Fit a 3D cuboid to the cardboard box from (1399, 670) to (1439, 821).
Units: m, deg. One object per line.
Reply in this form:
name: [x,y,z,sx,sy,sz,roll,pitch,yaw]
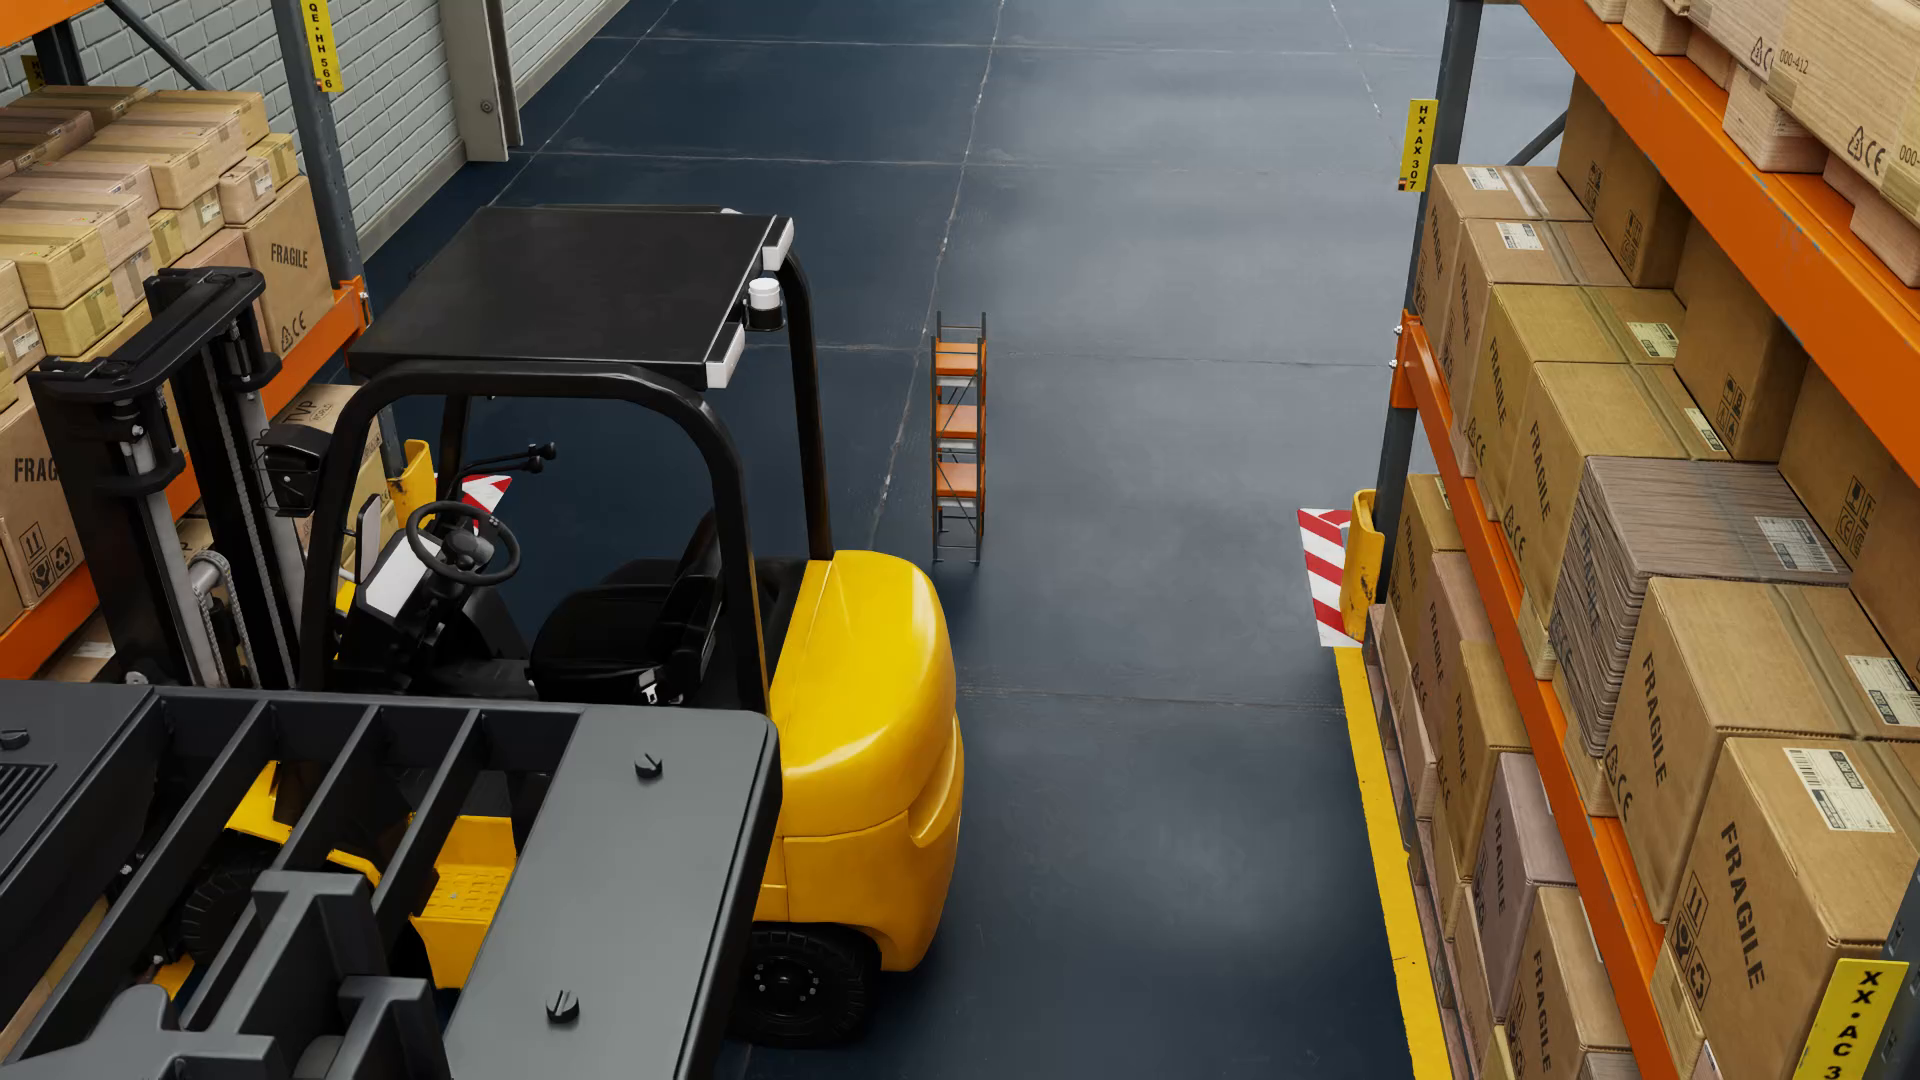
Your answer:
cardboard box: [1.749,0.688,5.496,0.500,0.250,0.500,4,32,6]

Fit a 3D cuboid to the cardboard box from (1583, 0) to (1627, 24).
cardboard box: [1.687,-1.315,3.906,0.380,0.149,0.250,3,32,5]

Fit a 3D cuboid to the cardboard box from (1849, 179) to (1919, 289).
cardboard box: [1.640,-0.500,2.583,0.380,0.149,0.250,3,32,4]

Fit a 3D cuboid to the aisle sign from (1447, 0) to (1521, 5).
aisle sign: [1.835,-2.133,5.374,0.394,0.787,0.004,2,32,4]

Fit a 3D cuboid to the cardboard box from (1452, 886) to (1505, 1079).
cardboard box: [1.673,1.238,4.603,0.500,0.250,0.500,3,32,5]

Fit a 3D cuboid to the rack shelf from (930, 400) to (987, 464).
rack shelf: [-0.004,-0.410,6.935,0.215,0.259,0.240,2,32,4]

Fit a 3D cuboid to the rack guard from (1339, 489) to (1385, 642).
rack guard: [2.133,0.123,6.574,1.175,0.500,0.348,2,32,4]

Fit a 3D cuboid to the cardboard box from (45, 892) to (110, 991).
cardboard box: [-2.712,1.118,4.797,0.500,0.250,0.500,3,32,5]

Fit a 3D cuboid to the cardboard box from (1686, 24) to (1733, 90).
cardboard box: [1.756,-1.041,3.461,0.380,0.149,0.250,2,32,4]

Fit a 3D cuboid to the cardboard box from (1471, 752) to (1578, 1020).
cardboard box: [1.674,0.930,4.388,0.500,0.500,0.500,4,32,7]

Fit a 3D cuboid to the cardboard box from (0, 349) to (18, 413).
cardboard box: [-2.700,-0.381,4.296,0.380,0.149,0.250,2,32,3]

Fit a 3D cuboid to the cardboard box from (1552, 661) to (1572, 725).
cardboard box: [1.666,0.373,4.025,0.380,0.149,0.250,2,32,3]

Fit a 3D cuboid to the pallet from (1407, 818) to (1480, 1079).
pallet: [1.930,1.306,4.930,1.003,0.211,1.213,2,32,4]

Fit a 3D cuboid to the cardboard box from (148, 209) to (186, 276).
cardboard box: [-2.662,-0.919,5.169,0.380,0.149,0.250,2,32,4]

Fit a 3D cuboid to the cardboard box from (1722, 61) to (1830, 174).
cardboard box: [1.633,-0.775,3.028,0.380,0.149,0.250,3,32,5]

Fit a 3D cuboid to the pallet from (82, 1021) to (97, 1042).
pallet: [-3.028,1.674,4.333,1.003,0.211,1.213,2,32,4]

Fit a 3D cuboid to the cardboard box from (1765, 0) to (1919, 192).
cardboard box: [1.621,-0.735,2.585,0.500,0.250,0.500,2,32,3]

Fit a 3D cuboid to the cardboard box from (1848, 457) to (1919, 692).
cardboard box: [2.129,0.029,3.012,0.700,0.500,0.500,3,32,4]

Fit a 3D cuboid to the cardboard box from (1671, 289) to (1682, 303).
cardboard box: [2.324,-0.593,4.974,0.500,0.500,0.500,3,32,4]

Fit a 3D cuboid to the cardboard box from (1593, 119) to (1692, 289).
cardboard box: [2.266,-1.035,4.738,0.700,0.500,0.500,3,32,4]

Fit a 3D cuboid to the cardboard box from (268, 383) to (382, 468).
cardboard box: [-2.535,-0.371,6.260,0.500,0.250,0.500,3,32,6]

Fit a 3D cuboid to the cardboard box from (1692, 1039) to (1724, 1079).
cardboard box: [1.536,1.037,2.948,0.380,0.149,0.250,2,32,3]

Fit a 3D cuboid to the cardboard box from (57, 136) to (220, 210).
cardboard box: [-2.611,-1.172,5.295,0.380,0.149,0.250,3,32,5]

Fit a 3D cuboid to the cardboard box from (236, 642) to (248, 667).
cardboard box: [-2.609,0.389,5.504,0.500,0.250,0.500,2,32,3]

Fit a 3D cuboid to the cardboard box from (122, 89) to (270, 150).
cardboard box: [-2.628,-1.440,5.730,0.380,0.149,0.250,3,32,4]

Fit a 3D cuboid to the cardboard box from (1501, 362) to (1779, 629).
cardboard box: [1.712,-0.110,4.191,0.500,0.500,0.500,2,32,3]

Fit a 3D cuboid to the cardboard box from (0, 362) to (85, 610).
cardboard box: [-2.710,-0.163,4.559,0.500,0.500,0.500,3,32,4]

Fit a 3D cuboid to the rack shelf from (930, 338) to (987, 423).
rack shelf: [-0.004,-0.652,6.786,0.215,0.259,0.240,2,32,4]

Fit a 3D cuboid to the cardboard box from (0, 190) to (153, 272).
cardboard box: [-2.616,-0.904,4.860,0.380,0.149,0.250,3,32,5]

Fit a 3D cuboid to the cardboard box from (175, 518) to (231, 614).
cardboard box: [-2.602,0.161,5.397,0.500,0.250,0.500,3,32,5]

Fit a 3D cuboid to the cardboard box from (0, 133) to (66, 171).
cardboard box: [-3.111,-1.196,5.334,0.380,0.149,0.250,3,32,5]

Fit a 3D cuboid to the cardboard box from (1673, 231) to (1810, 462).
cardboard box: [2.148,-0.509,3.885,0.700,0.500,0.500,2,32,4]

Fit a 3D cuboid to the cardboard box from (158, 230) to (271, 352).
cardboard box: [-2.638,-0.694,5.422,0.500,0.500,0.500,3,32,6]

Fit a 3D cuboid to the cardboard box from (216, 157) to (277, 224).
cardboard box: [-2.549,-1.181,5.594,0.380,0.149,0.250,3,32,5]

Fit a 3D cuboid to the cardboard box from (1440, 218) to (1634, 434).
cardboard box: [1.785,-0.643,5.056,0.500,0.500,0.500,3,32,5]

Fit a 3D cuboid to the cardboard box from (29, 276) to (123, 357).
cardboard box: [-2.637,-0.644,4.723,0.380,0.149,0.250,3,32,4]

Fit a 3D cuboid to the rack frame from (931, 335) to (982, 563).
rack frame: [-0.014,-0.355,6.826,0.200,1.050,0.008,2,32,4]

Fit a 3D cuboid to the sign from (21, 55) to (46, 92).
sign: [-3.361,-1.620,6.119,0.100,0.325,0.005,2,32,4]

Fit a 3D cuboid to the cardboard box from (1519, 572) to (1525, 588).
cardboard box: [1.730,0.108,4.456,0.380,0.149,0.250,2,32,3]

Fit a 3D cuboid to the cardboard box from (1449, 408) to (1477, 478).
cardboard box: [1.730,-0.306,5.127,0.380,0.149,0.250,3,32,5]

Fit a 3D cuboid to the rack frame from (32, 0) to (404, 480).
rack frame: [-2.808,-1.191,6.323,1.000,3.000,0.127,2,32,4]

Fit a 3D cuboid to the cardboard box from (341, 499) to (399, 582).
cardboard box: [-2.532,0.060,6.514,0.500,0.250,0.500,3,32,4]

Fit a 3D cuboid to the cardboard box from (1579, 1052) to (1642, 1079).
cardboard box: [1.594,1.463,3.523,0.500,0.500,0.500,2,32,3]

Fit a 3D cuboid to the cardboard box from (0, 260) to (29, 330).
cardboard box: [-2.747,-0.637,4.428,0.380,0.149,0.250,3,32,5]

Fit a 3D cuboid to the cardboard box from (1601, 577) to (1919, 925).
cardboard box: [1.637,0.429,3.315,0.500,0.500,0.500,3,32,6]

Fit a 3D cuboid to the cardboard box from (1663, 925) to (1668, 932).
cardboard box: [1.648,0.773,3.376,0.380,0.149,0.250,3,32,4]

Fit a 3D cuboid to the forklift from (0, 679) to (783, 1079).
forklift: [-0.801,1.314,2.325,1.130,2.935,3.031,2,32,3]

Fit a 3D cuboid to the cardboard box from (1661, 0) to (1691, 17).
cardboard box: [1.703,-1.268,3.448,0.500,0.250,0.500,3,32,5]

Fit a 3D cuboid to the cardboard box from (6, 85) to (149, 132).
cardboard box: [-3.049,-1.470,5.778,0.380,0.149,0.250,2,32,3]

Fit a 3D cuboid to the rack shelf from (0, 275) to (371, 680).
rack shelf: [-2.971,0.161,4.815,1.077,0.370,4.000,2,32,4]

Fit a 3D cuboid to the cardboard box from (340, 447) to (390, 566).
cardboard box: [-2.536,-0.144,6.368,0.500,0.250,0.500,2,32,3]

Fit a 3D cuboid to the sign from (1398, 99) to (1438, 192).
sign: [1.598,-1.372,5.793,0.100,0.325,0.005,2,32,4]

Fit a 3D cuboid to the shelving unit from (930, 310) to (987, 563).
shelving unit: [-0.004,-0.419,6.929,0.215,1.050,0.252,2,32,4]

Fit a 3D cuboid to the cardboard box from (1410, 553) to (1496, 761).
cardboard box: [1.758,0.388,5.267,0.500,0.500,0.500,1,32,2]
